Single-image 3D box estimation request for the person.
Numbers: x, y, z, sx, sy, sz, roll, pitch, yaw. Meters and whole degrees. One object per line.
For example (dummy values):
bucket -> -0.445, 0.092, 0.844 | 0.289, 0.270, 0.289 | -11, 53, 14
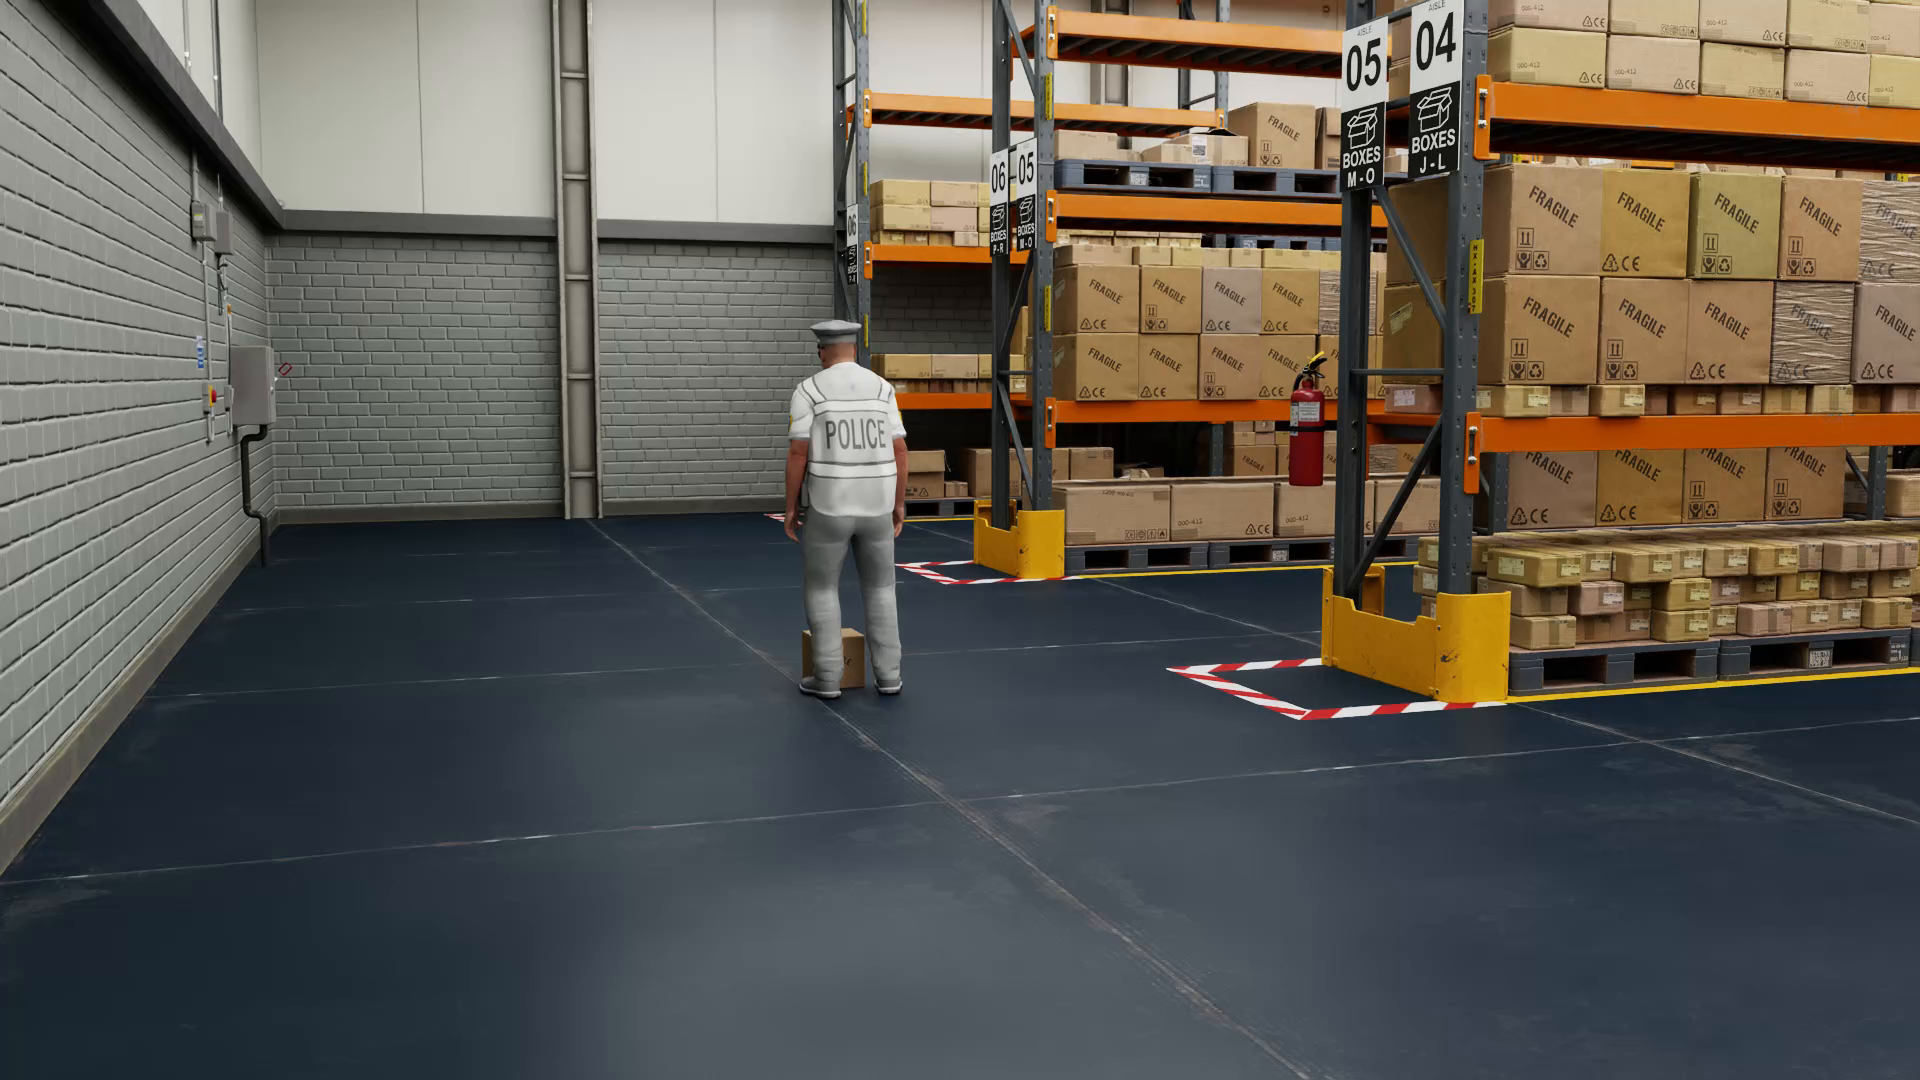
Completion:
person -> -0.523, -0.145, 7.741 | 0.594, 1.748, 0.434 | -2, 6, -20
